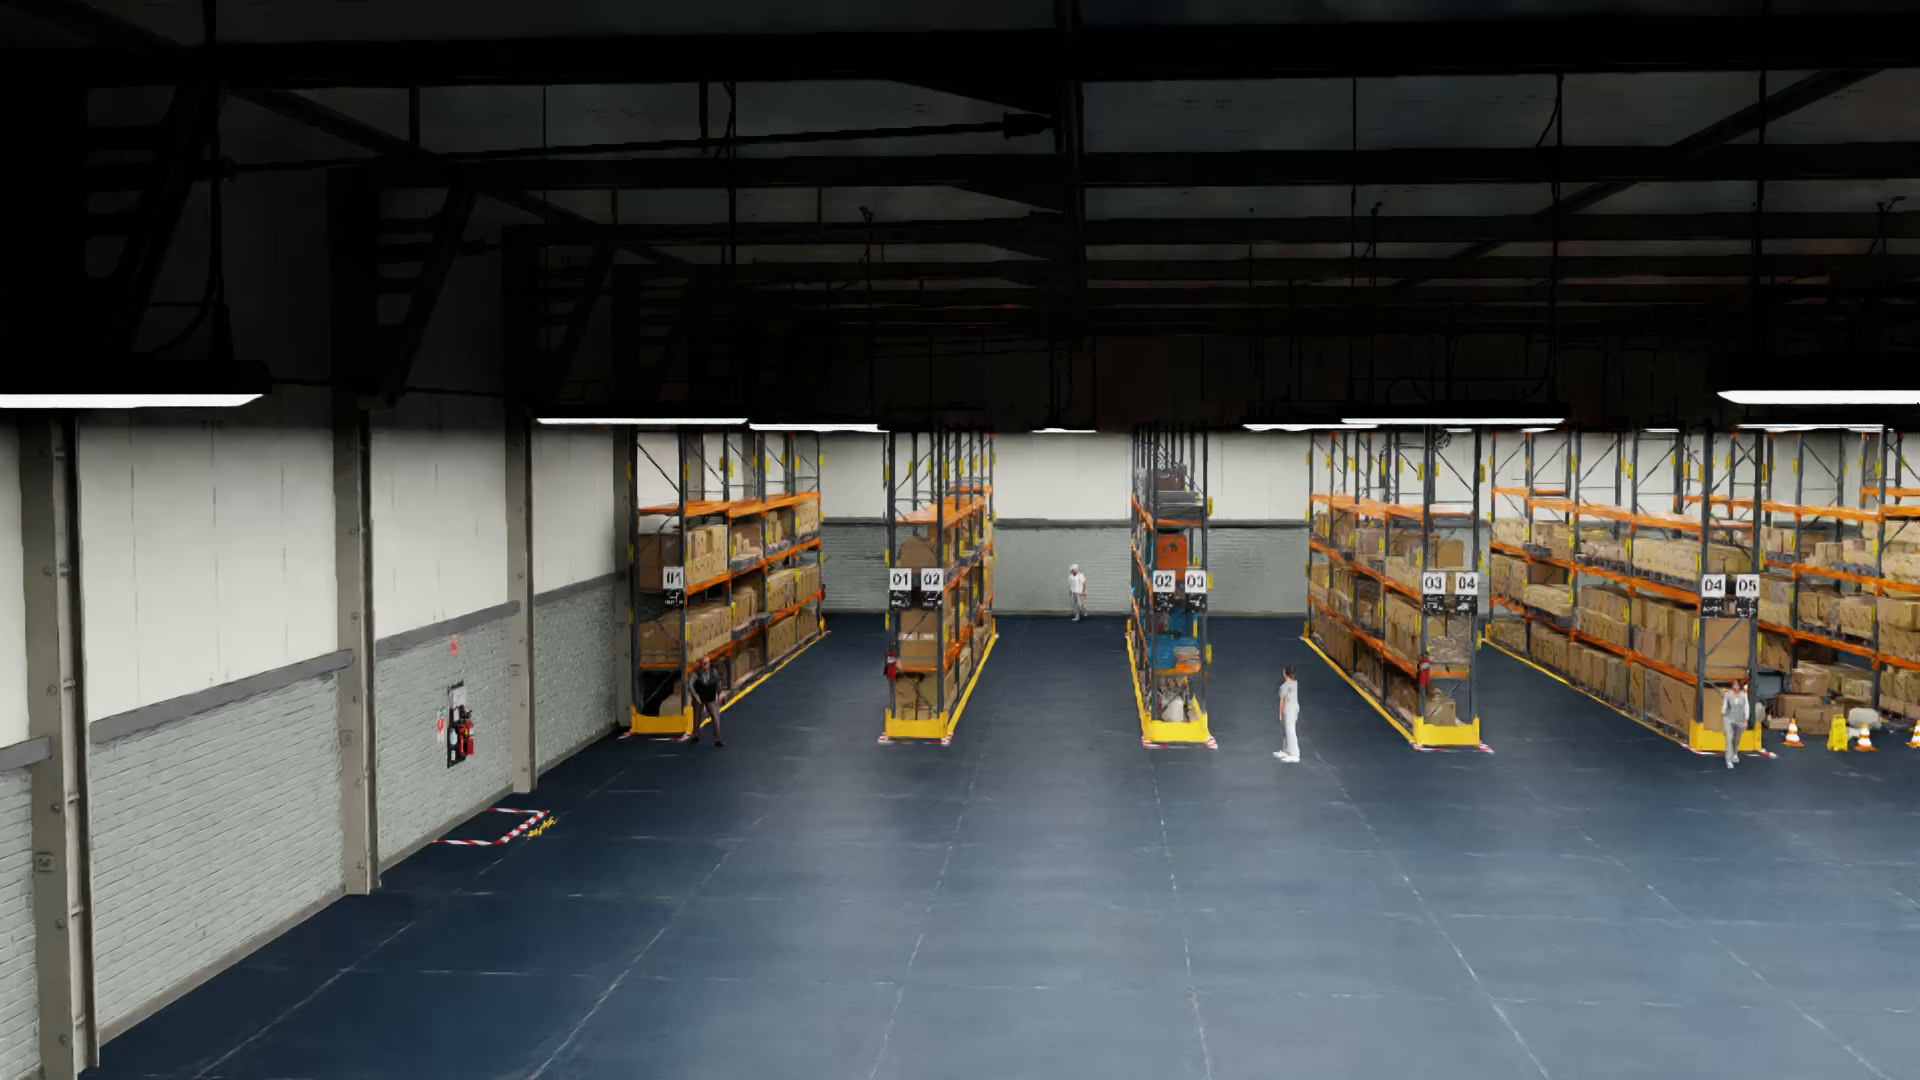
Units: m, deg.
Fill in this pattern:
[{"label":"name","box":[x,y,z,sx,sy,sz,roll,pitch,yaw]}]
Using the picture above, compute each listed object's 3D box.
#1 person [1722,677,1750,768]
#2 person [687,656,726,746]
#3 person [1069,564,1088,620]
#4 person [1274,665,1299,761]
[{"label":"person","box":[13.372,3.123,28.673,0.410,1.529,0.958,1,4,14]},{"label":"person","box":[-4.686,2.949,30.618,0.687,1.654,0.832,-1,4,-13]},{"label":"person","box":[3.647,1.598,51.428,0.611,1.756,0.578,3,5,41]},{"label":"person","box":[5.754,3.019,29.246,0.569,1.668,0.563,3,4,36]}]
